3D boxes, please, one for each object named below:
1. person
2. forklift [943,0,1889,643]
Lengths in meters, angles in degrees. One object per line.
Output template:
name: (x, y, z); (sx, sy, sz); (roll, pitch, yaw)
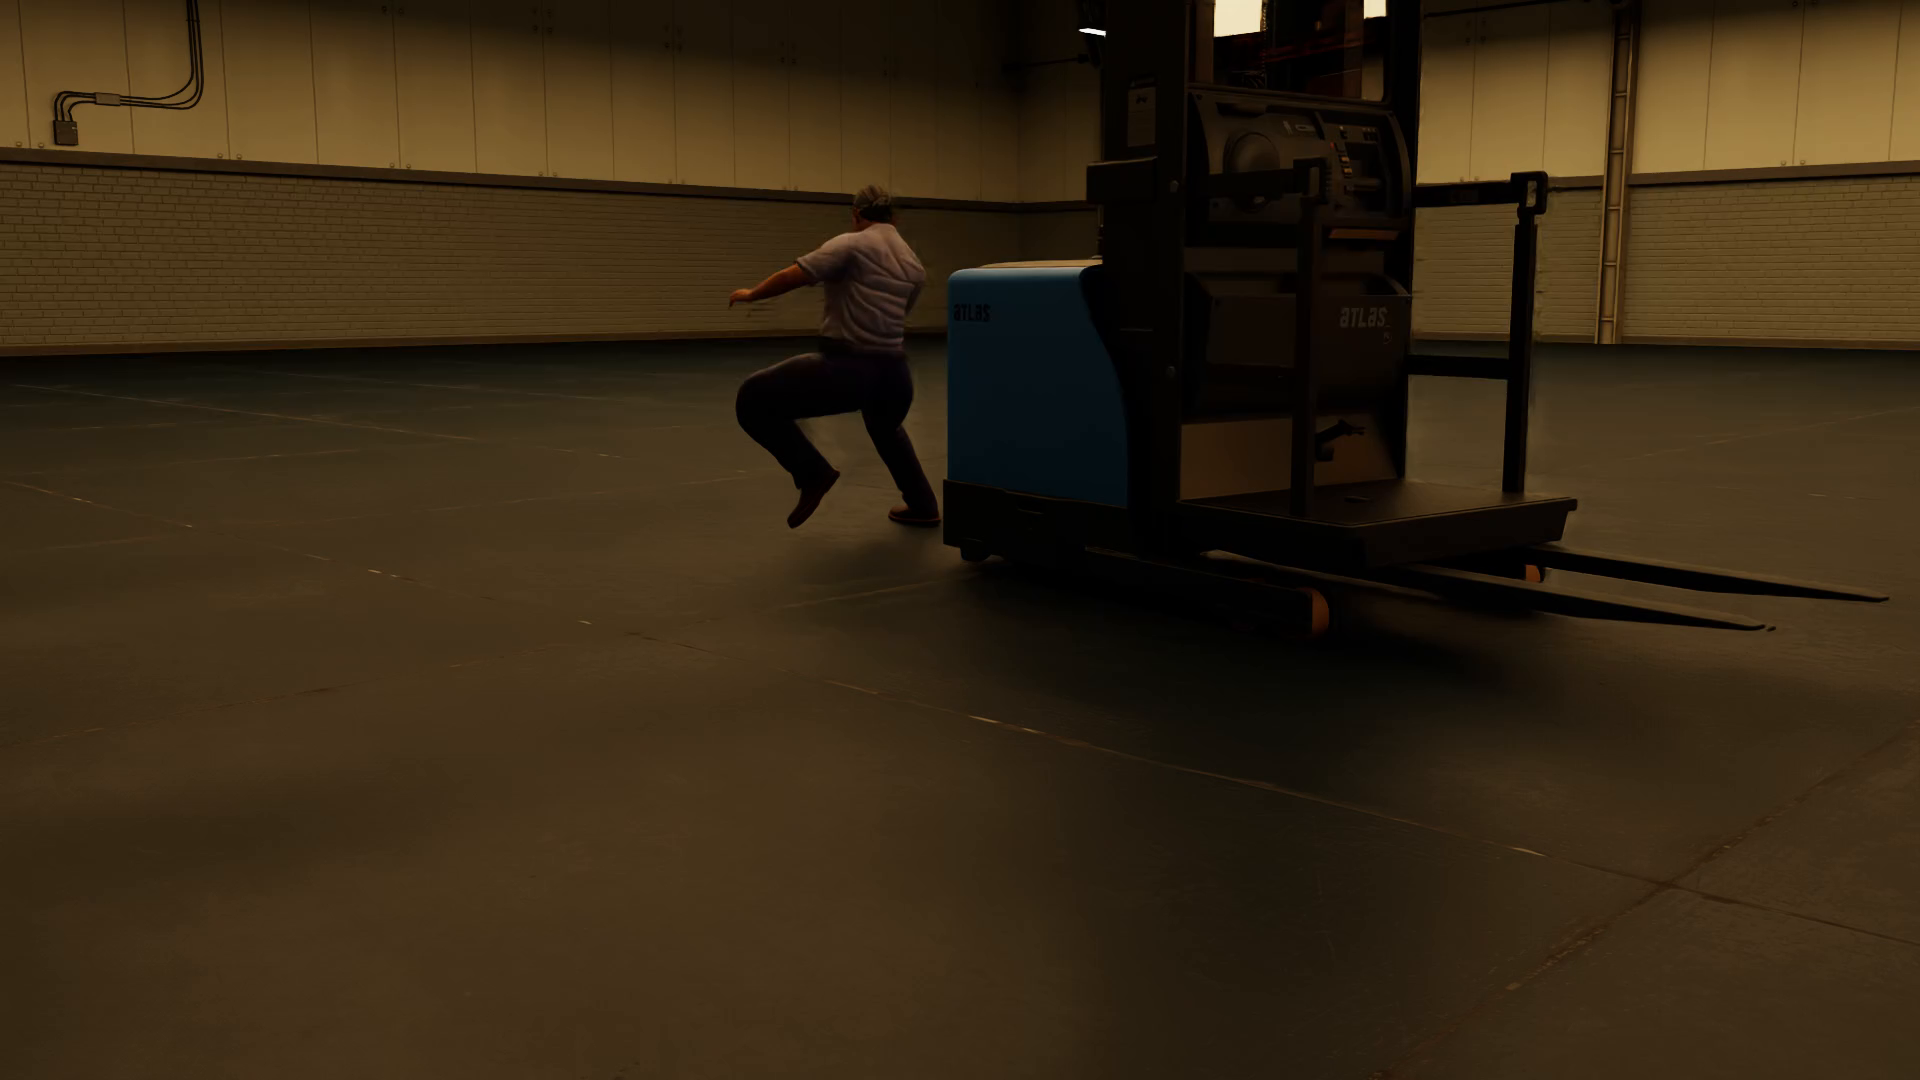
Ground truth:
person: (-0.483, -0.736, 6.831); (0.909, 1.413, 0.740); (-7, 11, -37)
forklift: (1.214, -1.235, 5.076); (1.130, 2.935, 3.031); (-6, 11, -36)
